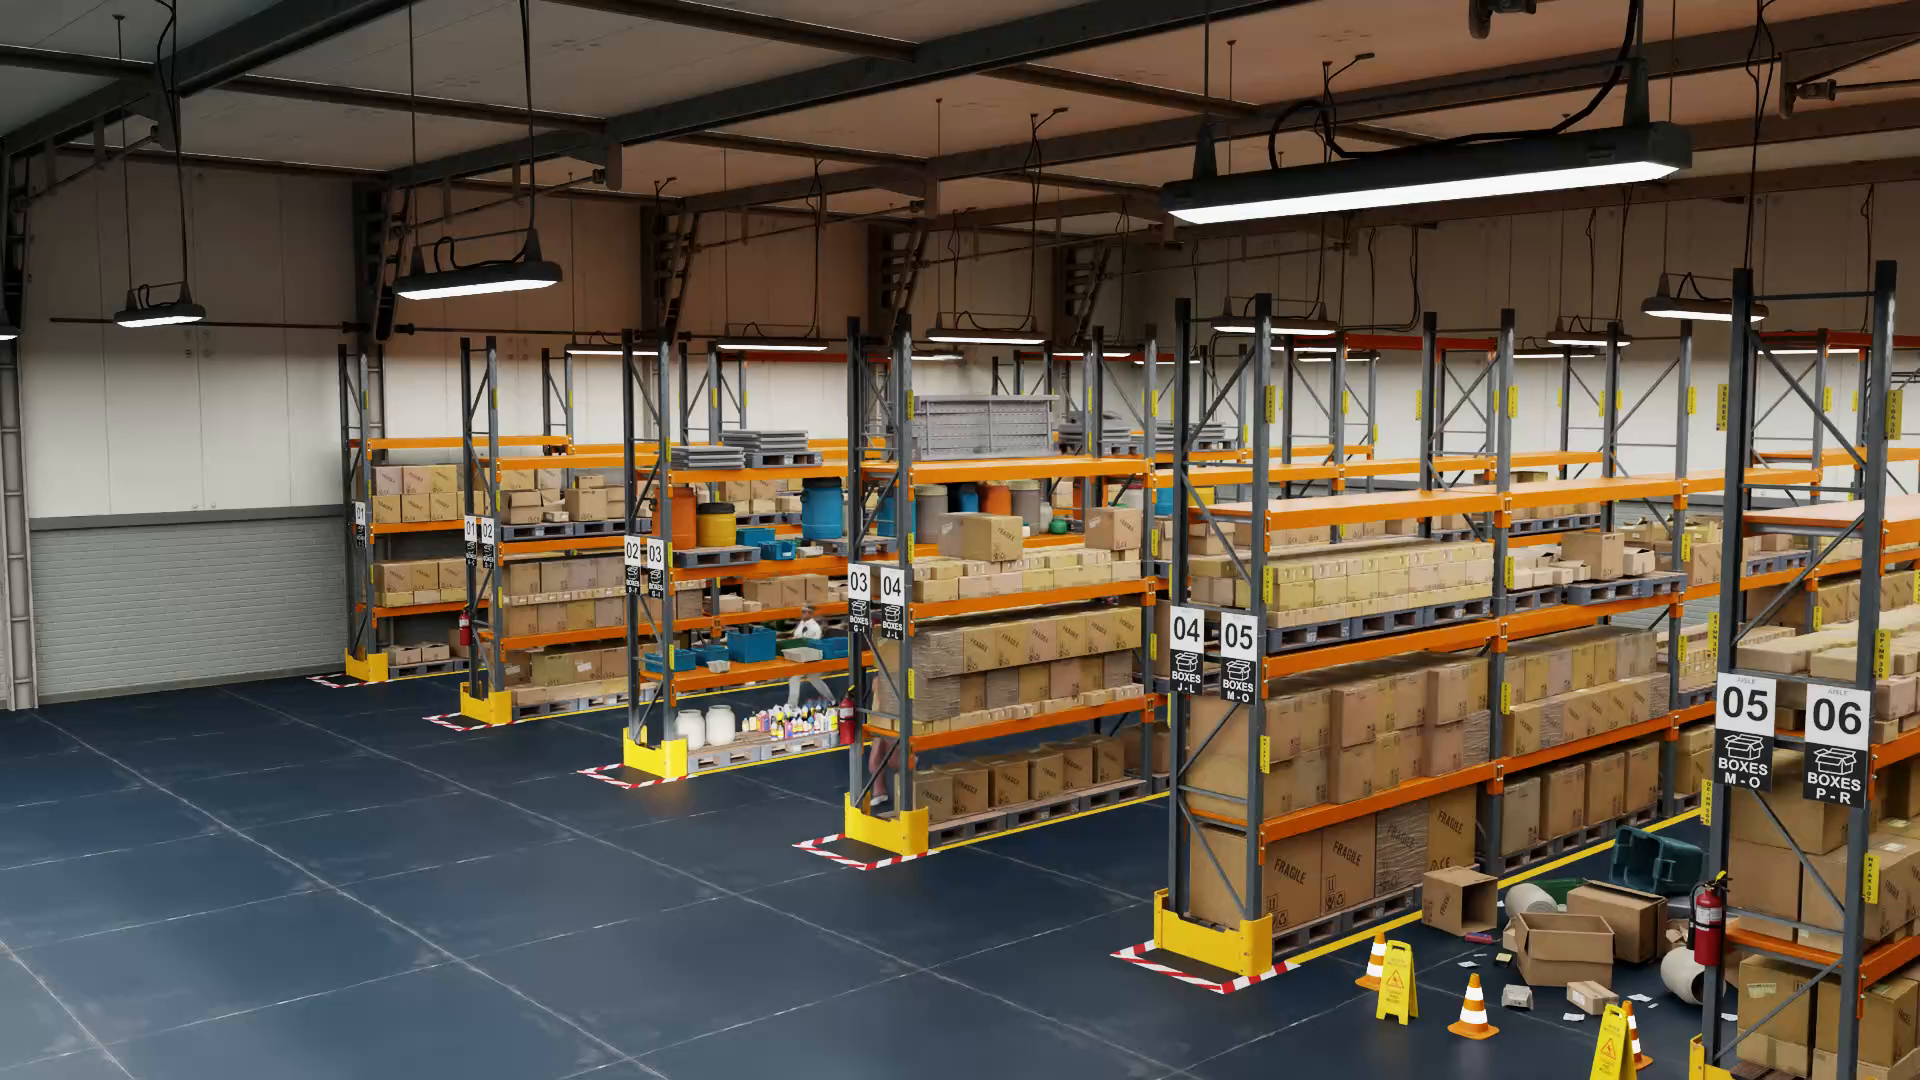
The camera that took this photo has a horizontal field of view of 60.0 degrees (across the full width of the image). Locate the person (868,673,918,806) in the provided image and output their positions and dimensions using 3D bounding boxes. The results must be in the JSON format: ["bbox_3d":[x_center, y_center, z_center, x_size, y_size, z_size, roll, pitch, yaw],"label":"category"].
[{"bbox_3d":[-0.876,2.490,21.064,0.587,1.656,0.896,4,7,40],"label":"person"}]

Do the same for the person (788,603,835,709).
[{"bbox_3d":[-2.435,1.887,26.473,0.902,1.799,0.653,-4,7,-40],"label":"person"}]

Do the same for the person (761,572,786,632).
[{"bbox_3d":[-3.654,1.346,32.687,0.654,1.739,0.739,4,6,35],"label":"person"}]
